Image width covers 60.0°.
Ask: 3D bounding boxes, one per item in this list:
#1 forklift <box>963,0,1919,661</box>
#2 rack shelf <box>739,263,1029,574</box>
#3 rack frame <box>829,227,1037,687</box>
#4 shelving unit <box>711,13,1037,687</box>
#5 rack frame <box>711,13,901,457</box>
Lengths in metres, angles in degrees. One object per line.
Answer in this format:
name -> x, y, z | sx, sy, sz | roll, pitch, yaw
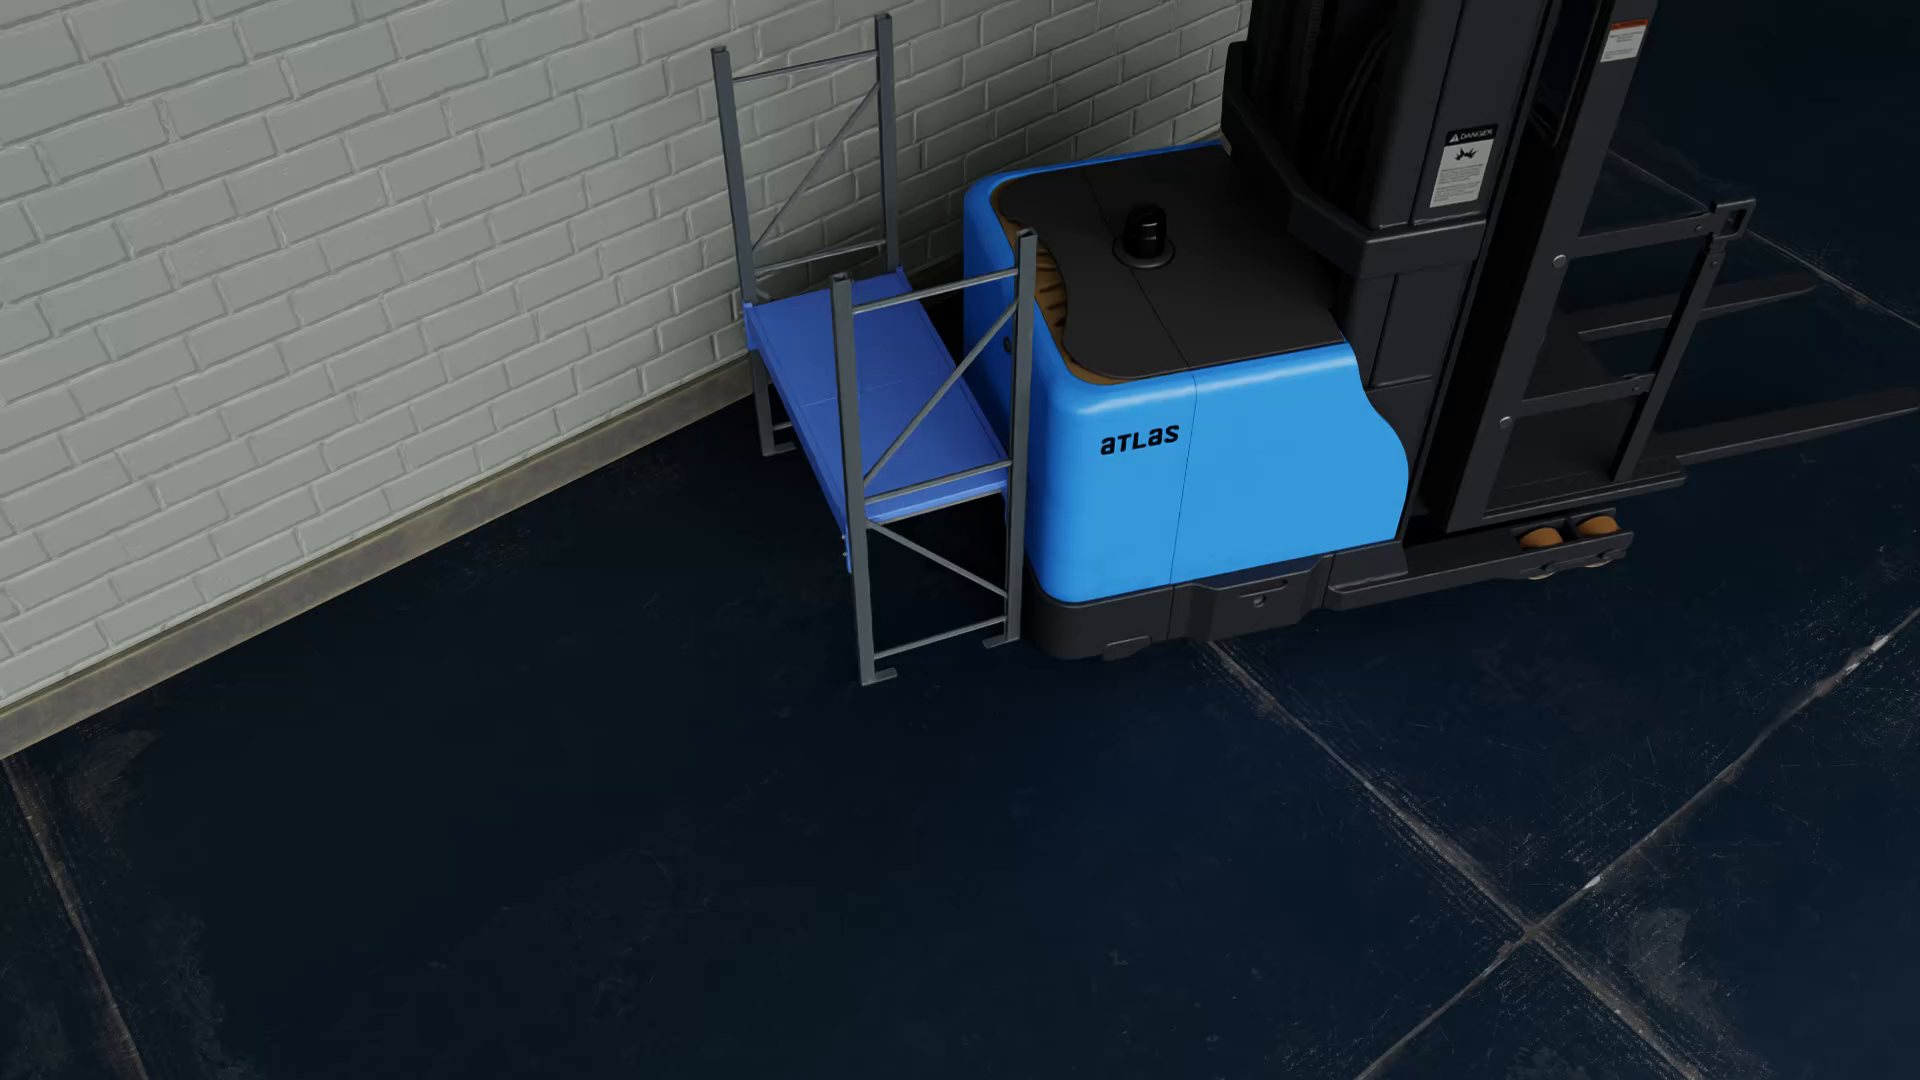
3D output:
forklift -> 1.571, -1.232, 4.388 | 3.031, 2.935, 1.130 | -11, 49, -10
rack shelf -> -0.240, -0.382, 4.827 | 0.538, 0.185, 1.000 | -16, 50, -14
rack frame -> -0.059, -0.151, 4.375 | 0.500, 1.500, 0.032 | -16, 50, -14
shelving unit -> -0.240, -0.503, 4.694 | 0.538, 1.500, 1.048 | -16, 50, -14
rack frame -> -0.422, -0.855, 5.013 | 0.500, 1.500, 0.032 | -16, 50, -14
